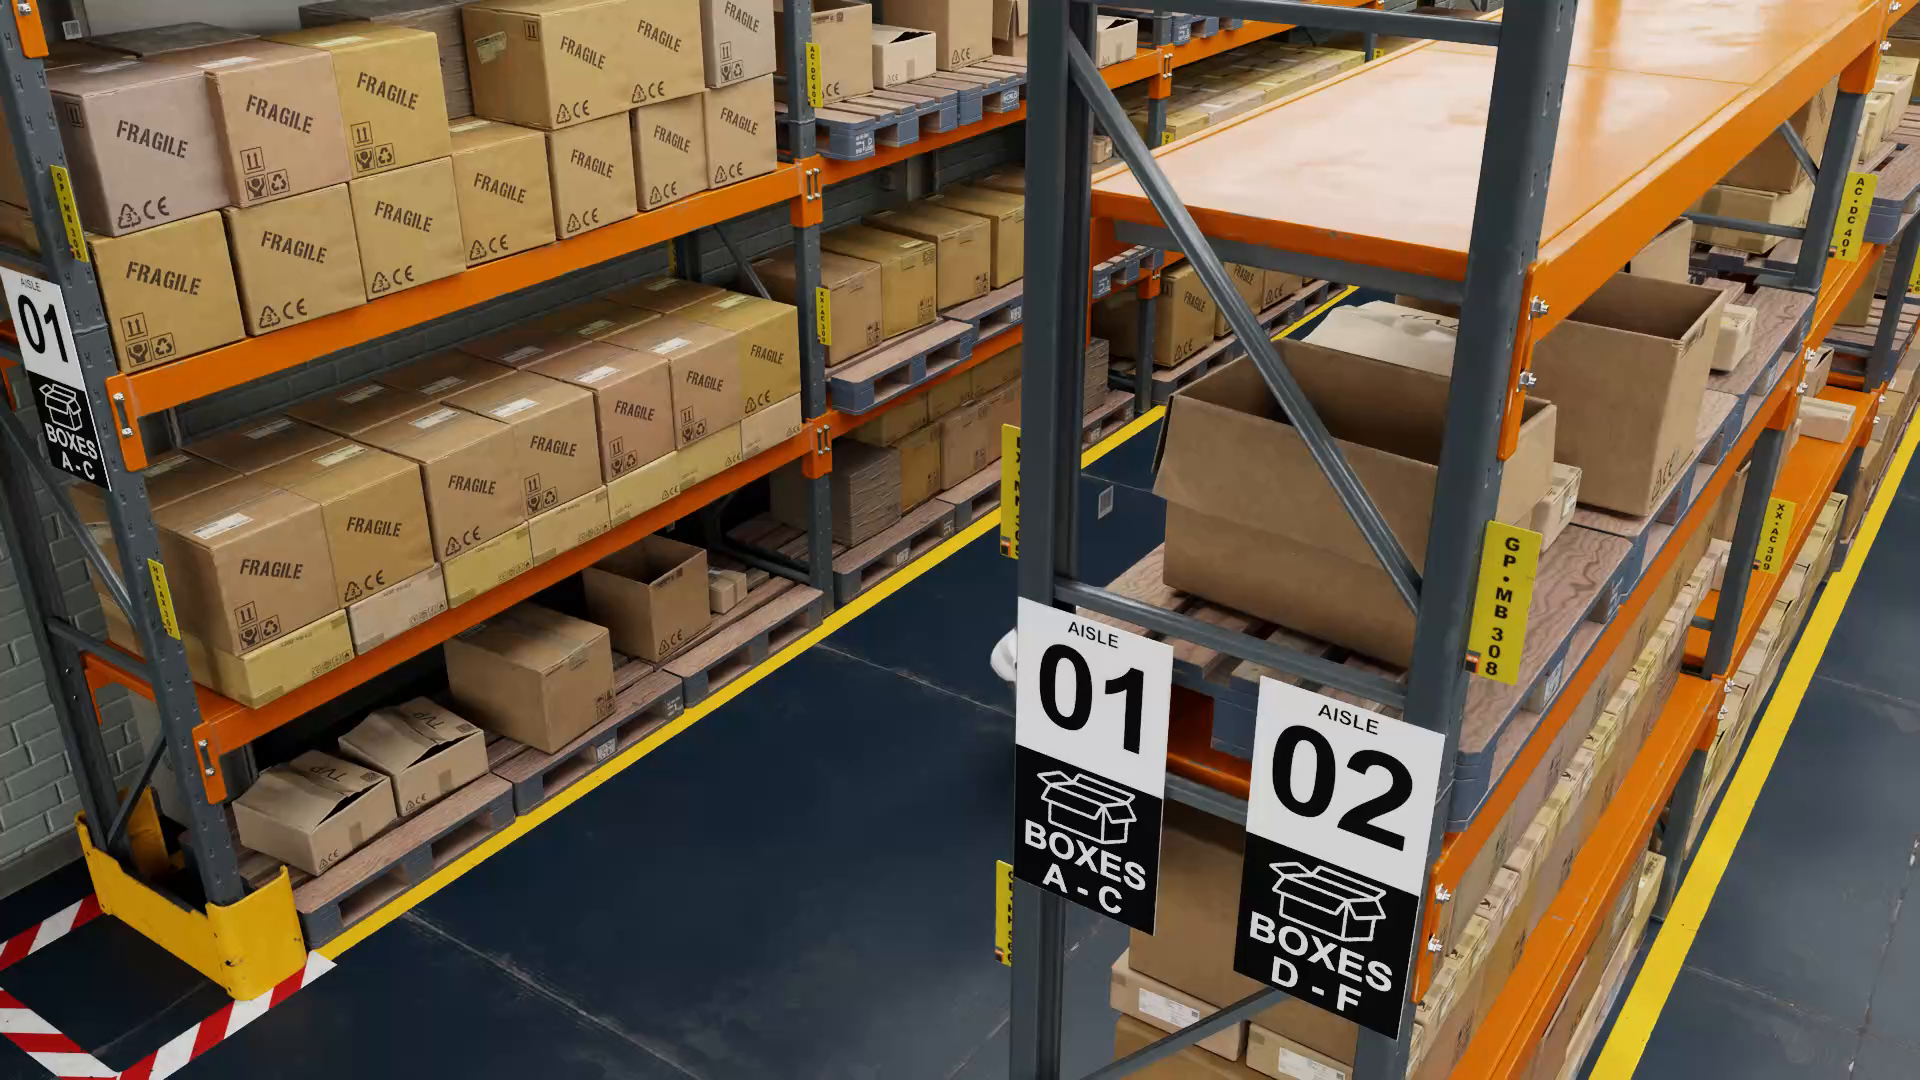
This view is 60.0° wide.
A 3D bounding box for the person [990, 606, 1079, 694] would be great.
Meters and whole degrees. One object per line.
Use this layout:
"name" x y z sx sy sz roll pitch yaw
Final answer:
"person" 0.627 0.695 8.644 0.924 1.002 0.556 16 31 29
